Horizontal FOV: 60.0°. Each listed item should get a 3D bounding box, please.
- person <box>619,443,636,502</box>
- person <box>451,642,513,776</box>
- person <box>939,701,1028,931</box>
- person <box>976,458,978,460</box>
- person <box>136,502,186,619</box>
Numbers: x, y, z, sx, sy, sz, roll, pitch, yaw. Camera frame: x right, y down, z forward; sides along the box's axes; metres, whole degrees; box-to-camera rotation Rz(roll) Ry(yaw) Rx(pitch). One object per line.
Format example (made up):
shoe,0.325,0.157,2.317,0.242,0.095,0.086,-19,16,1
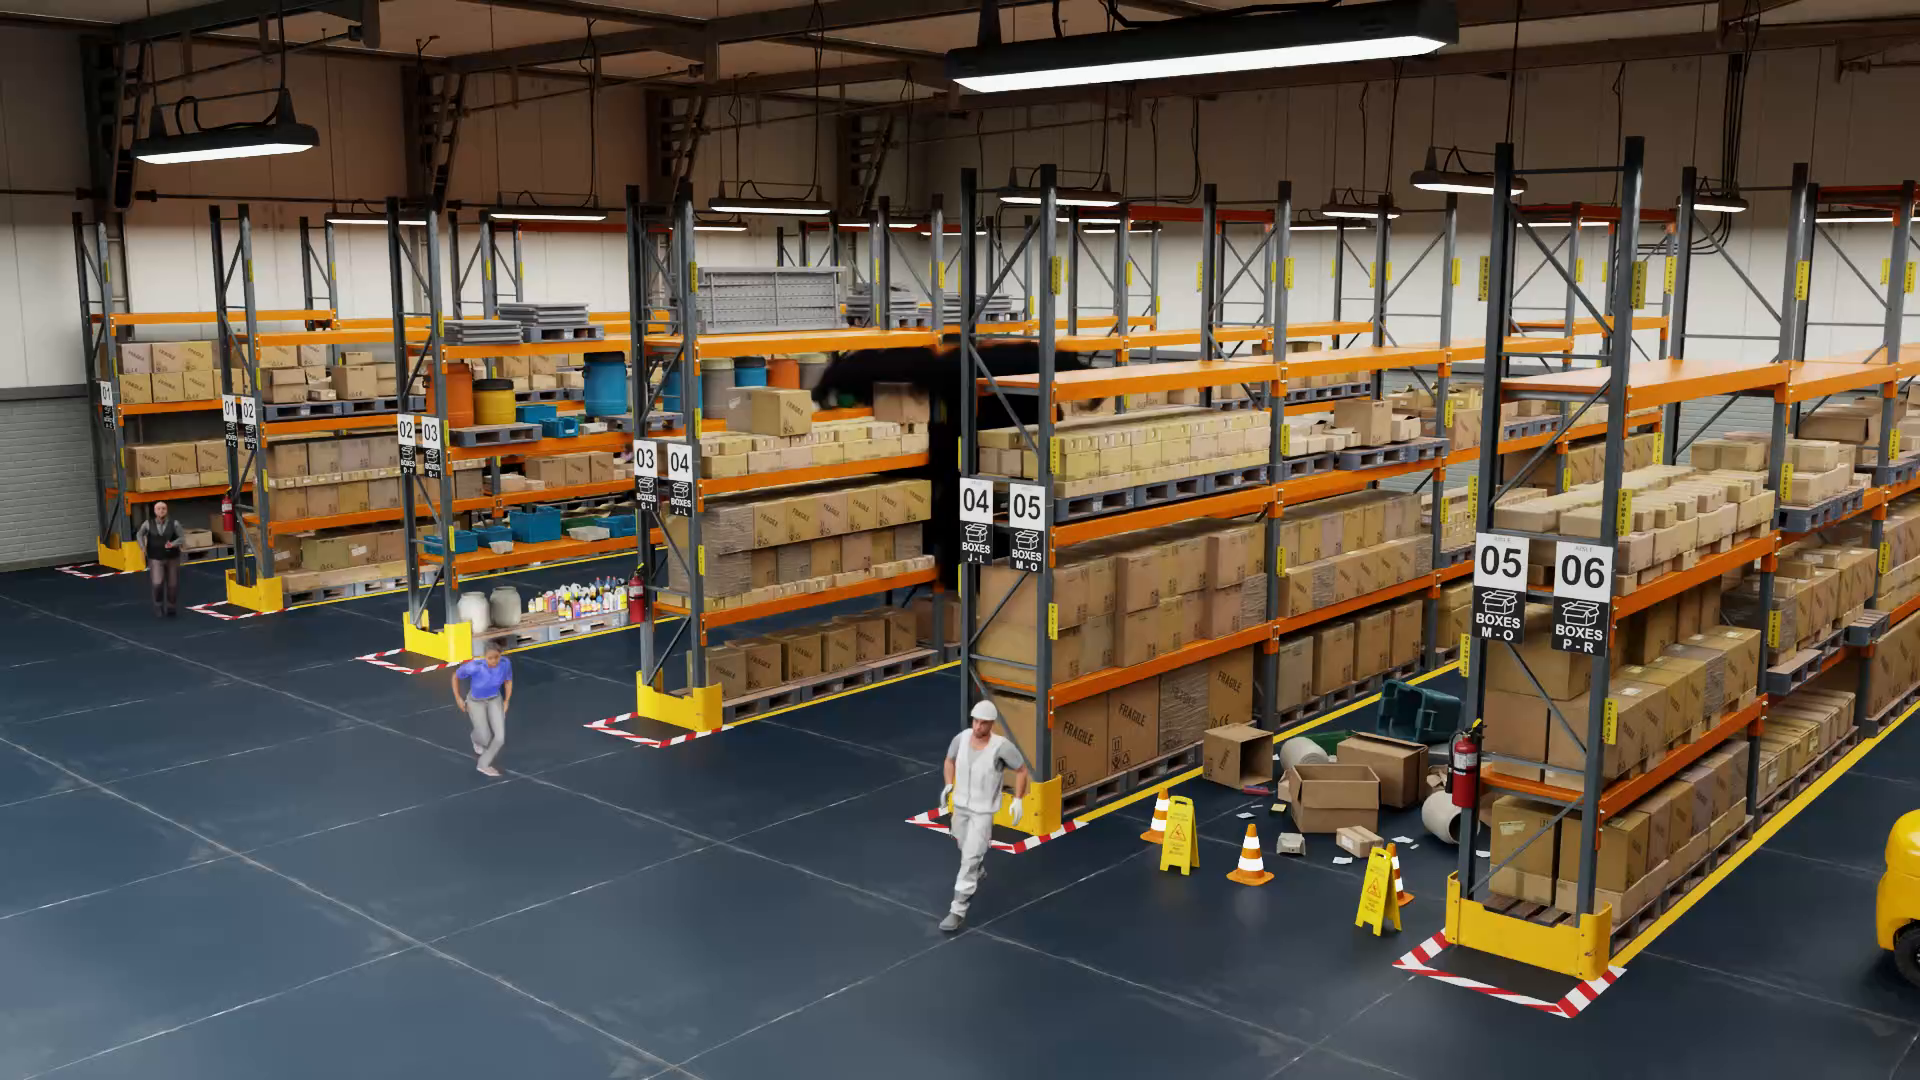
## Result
person,-6.614,-1.164,33.391,0.499,1.597,0.825,8,12,39
person,-4.826,1.692,16.798,0.589,1.465,0.831,-6,11,-33
person,0.158,2.104,13.031,0.706,1.767,0.960,5,11,28
person,0.179,-1.185,33.195,0.692,1.724,0.659,9,13,42
person,-11.639,0.303,24.282,0.646,1.714,0.695,-5,11,-26
